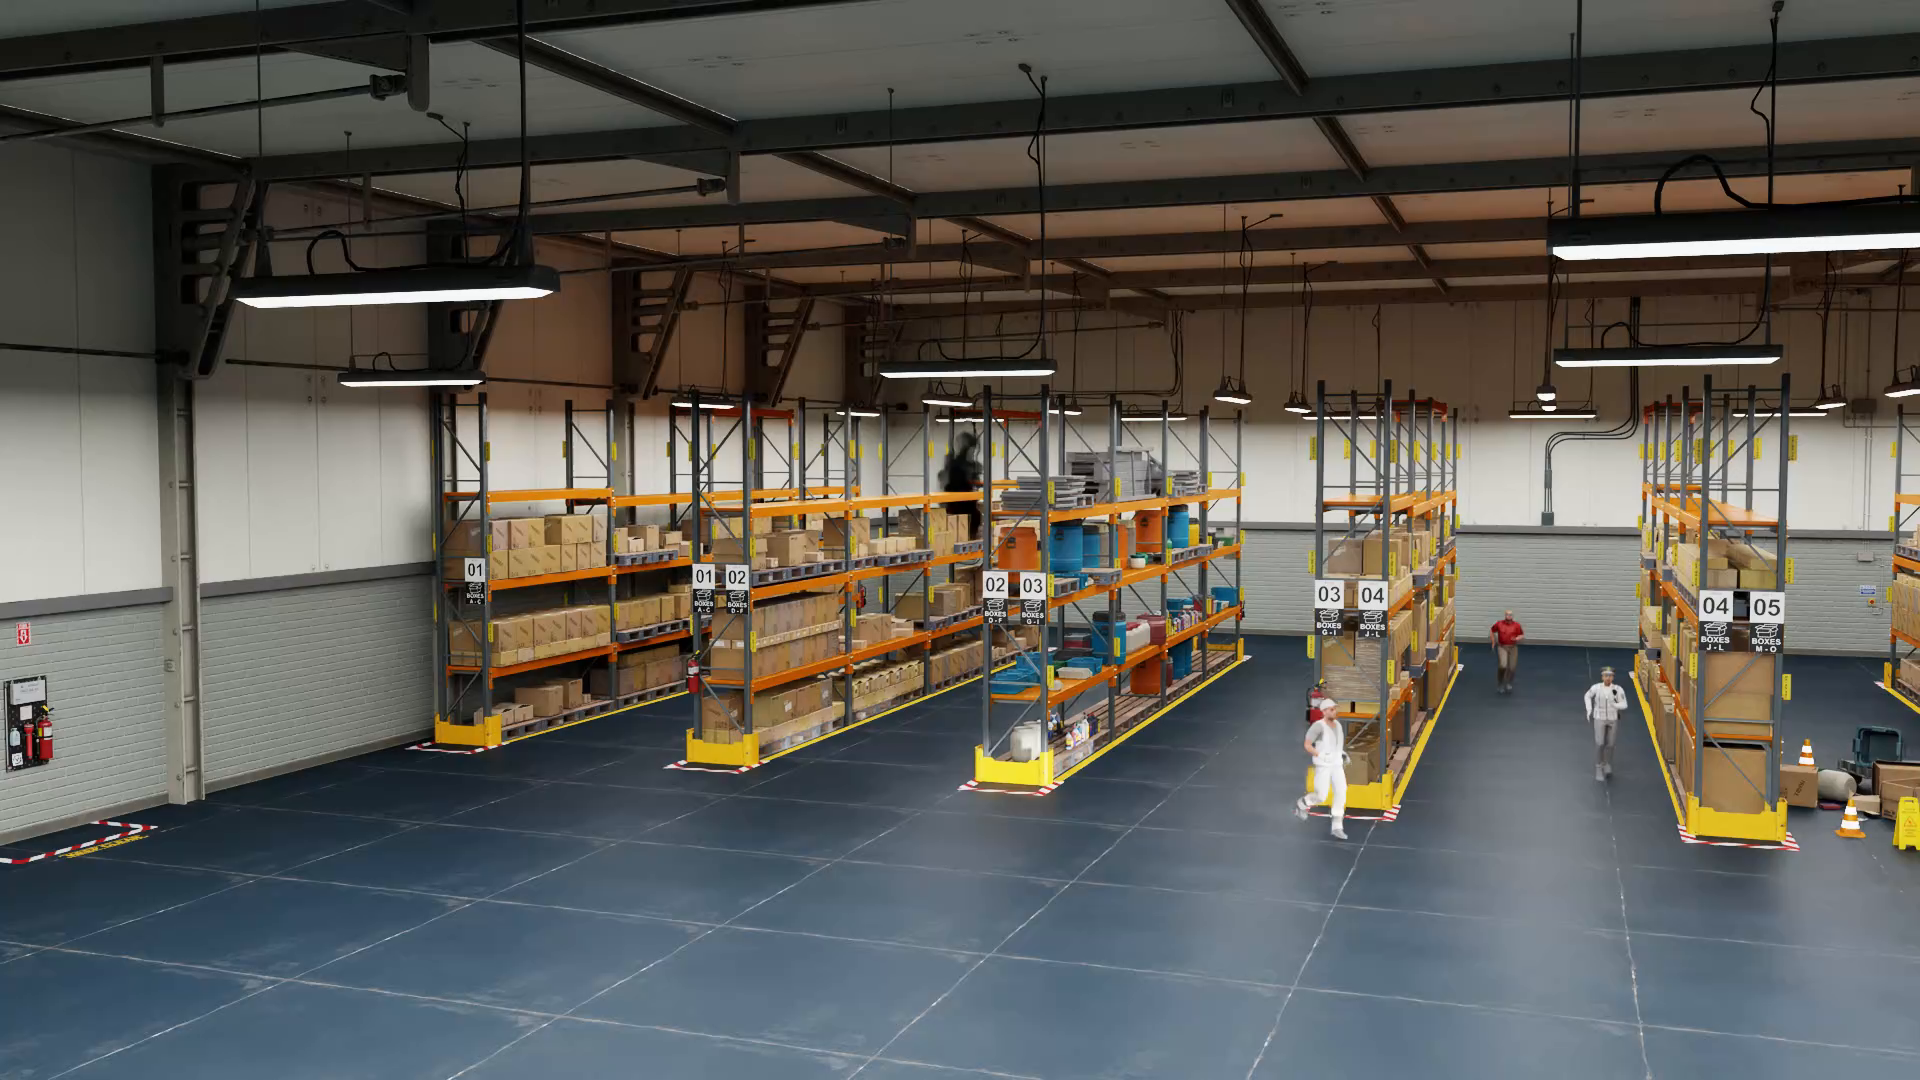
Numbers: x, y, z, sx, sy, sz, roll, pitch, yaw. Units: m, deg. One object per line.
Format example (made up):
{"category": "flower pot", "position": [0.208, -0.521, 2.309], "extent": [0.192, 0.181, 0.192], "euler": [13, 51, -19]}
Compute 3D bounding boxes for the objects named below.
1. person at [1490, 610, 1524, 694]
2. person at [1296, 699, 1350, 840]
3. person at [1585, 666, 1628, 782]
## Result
{"category": "person", "position": [11.337, 2.322, 34.432], "extent": [0.635, 1.763, 0.732], "euler": [1, 3, 9]}
{"category": "person", "position": [4.802, 2.963, 21.747], "extent": [0.684, 1.774, 0.949], "euler": [-2, 3, -28]}
{"category": "person", "position": [9.896, 2.799, 25.470], "extent": [0.584, 1.753, 0.764], "euler": [1, 3, 16]}
